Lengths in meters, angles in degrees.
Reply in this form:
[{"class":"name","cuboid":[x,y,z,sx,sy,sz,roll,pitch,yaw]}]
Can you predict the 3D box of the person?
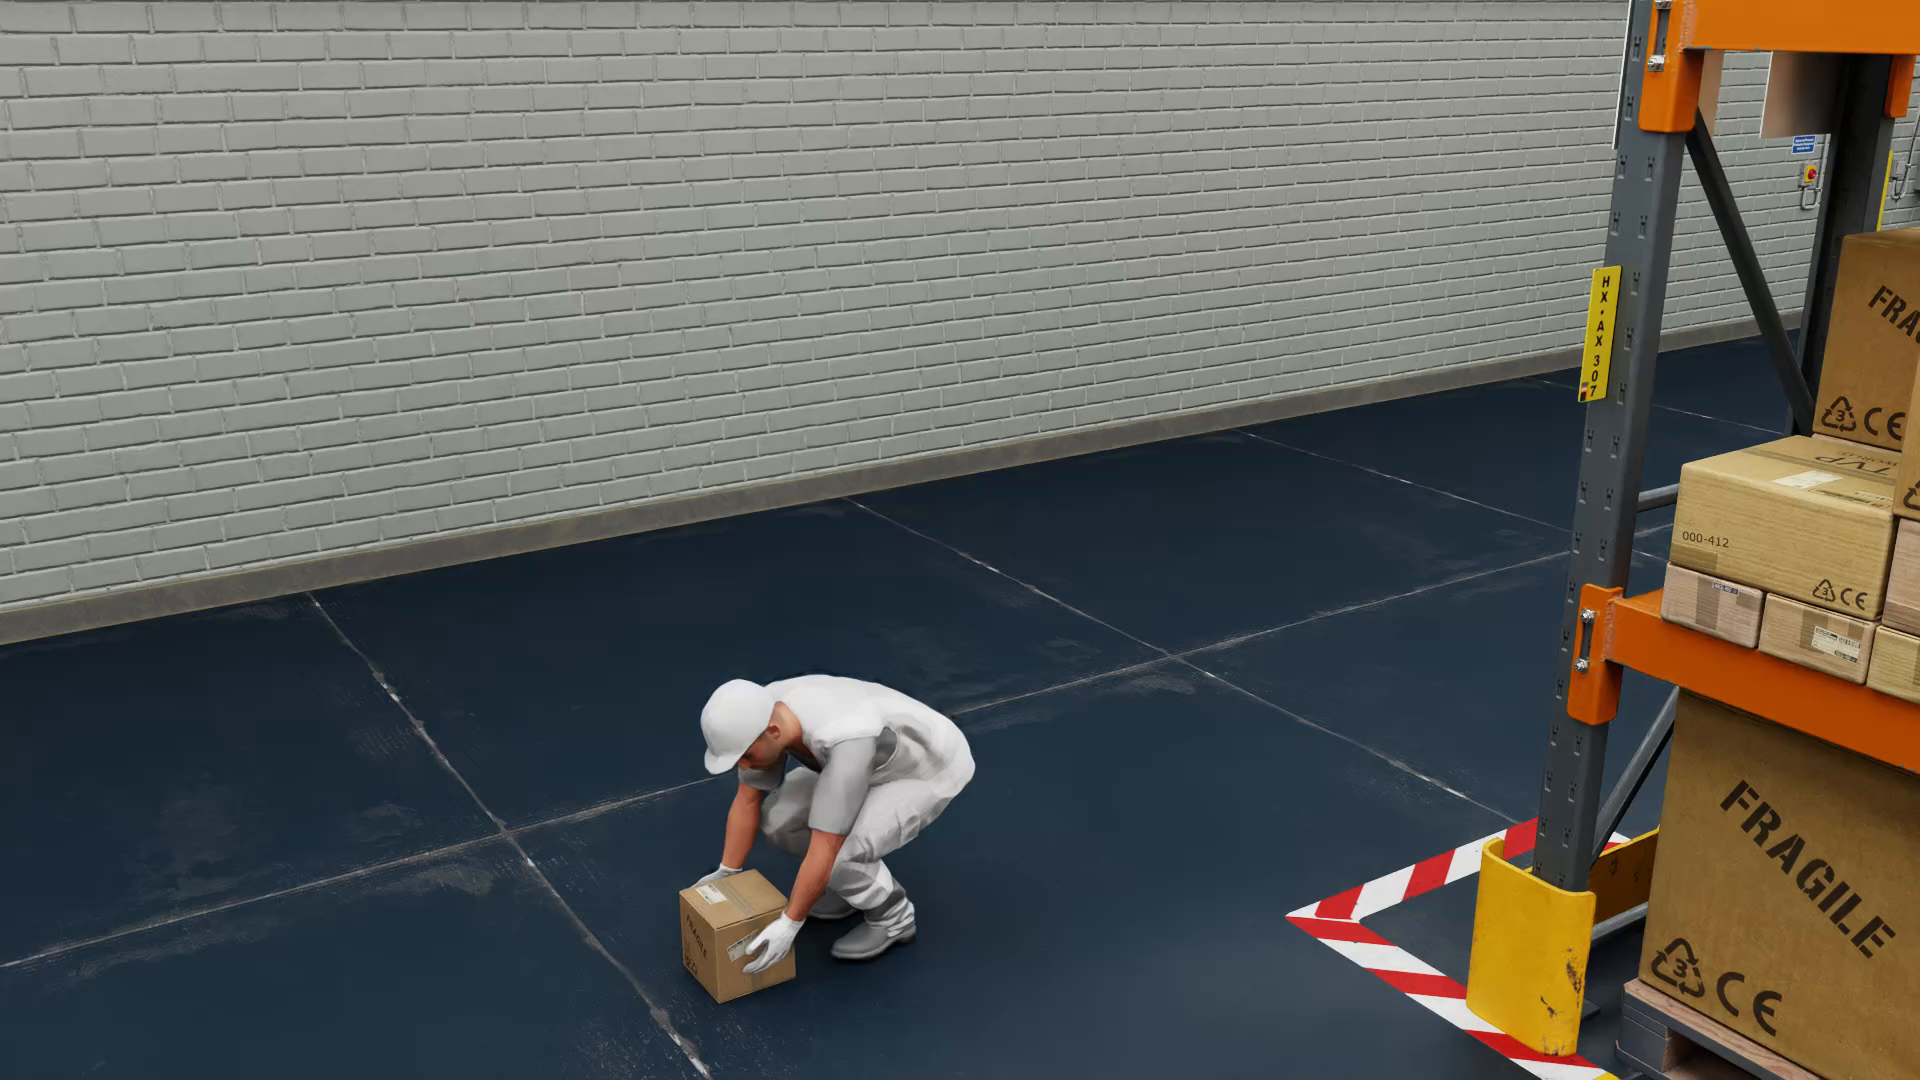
[{"class":"person","cuboid":[-0.362,0.781,4.963,0.882,0.955,0.572,-11,21,-32]}]
